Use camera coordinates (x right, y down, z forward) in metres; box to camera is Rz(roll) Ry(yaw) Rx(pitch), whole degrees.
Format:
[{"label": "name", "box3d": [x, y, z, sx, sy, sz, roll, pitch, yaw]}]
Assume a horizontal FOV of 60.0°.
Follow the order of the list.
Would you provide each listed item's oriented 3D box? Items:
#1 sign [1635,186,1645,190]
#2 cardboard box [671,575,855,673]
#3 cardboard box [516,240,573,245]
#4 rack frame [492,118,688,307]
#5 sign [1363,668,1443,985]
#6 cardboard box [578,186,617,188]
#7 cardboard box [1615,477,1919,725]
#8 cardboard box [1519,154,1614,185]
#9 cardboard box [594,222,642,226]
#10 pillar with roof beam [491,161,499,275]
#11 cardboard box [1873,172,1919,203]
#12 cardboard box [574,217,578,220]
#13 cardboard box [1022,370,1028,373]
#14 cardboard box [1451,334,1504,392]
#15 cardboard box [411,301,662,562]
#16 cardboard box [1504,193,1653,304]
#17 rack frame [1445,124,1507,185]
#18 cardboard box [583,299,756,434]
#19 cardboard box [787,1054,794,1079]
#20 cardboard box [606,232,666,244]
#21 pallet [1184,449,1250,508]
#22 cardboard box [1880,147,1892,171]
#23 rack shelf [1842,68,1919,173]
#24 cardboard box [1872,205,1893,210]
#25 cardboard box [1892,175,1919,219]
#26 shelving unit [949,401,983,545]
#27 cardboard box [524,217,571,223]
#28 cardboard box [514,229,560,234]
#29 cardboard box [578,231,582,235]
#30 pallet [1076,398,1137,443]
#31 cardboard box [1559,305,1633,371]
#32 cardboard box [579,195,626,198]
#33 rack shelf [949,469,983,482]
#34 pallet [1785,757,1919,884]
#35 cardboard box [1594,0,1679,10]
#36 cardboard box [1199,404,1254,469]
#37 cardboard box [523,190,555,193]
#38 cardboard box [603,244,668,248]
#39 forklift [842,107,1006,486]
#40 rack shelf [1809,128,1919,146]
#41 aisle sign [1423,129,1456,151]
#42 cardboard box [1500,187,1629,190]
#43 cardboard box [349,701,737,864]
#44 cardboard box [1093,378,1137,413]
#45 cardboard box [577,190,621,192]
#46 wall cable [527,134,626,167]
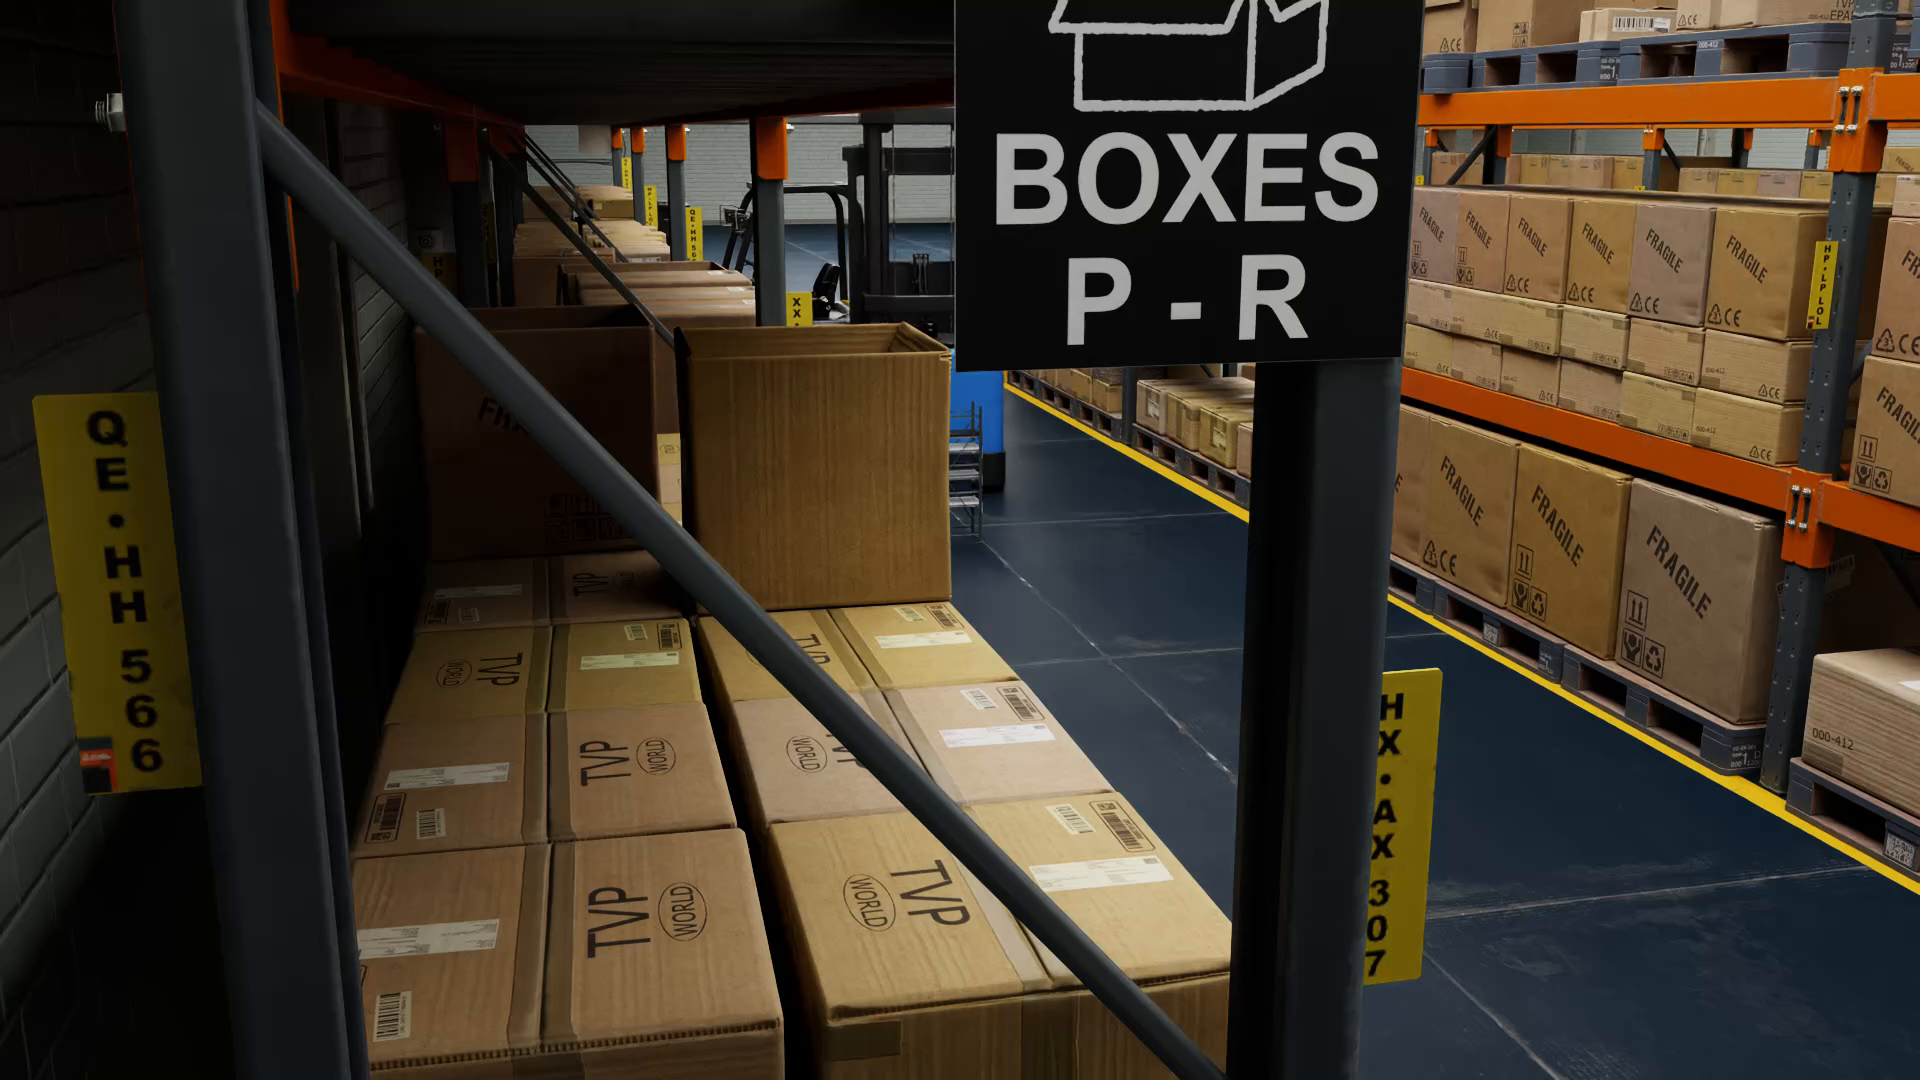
[{"label": "sign", "box3d": [6.140, -3.038, 15.051, 0.100, 0.325, 0.005, -3, 14, -13]}, {"label": "cardboard box", "box3d": [-0.341, 0.194, 3.504, 0.500, 0.250, 0.500, -4, 14, -15]}, {"label": "cardboard box", "box3d": [-2.549, -1.773, 10.286, 0.380, 0.149, 0.250, -3, 14, -14]}, {"label": "rack frame", "box3d": [-1.993, -1.111, 9.154, 1.000, 3.000, 0.127, -3, 14, -13]}, {"label": "sign", "box3d": [0.413, 0.284, 1.621, 0.100, 0.325, 0.005, -3, 14, -13]}, {"label": "cardboard box", "box3d": [-3.495, -3.339, 16.068, 0.380, 0.149, 0.250, -3, 14, -13]}, {"label": "cardboard box", "box3d": [3.547, 0.224, 7.282, 0.875, 0.875, 0.875, -3, 14, -11]}, {"label": "cardboard box", "box3d": [6.259, -3.669, 17.034, 0.875, 0.550, 0.500, -3, 14, -13]}, {"label": "cardboard box", "box3d": [-2.558, -2.272, 12.330, 0.380, 0.149, 0.250, -3, 14, -14]}, {"label": "pillar with roof beam", "box3d": [-1.809, -7.284, 21.780, 9.100, 9.000, 0.400, -3, 14, -13]}, {"label": "cardboard box", "box3d": [7.280, -2.561, 12.771, 0.700, 0.500, 0.500, -4, 14, -14]}, {"label": "cardboard box", "box3d": [-3.501, -2.906, 16.291, 0.500, 0.500, 0.500, -4, 14, -14]}, {"label": "cardboard box", "box3d": [0.873, -1.901, 17.295, 0.500, 0.250, 0.500, -3, 14, -14]}, {"label": "cardboard box", "box3d": [2.957, -0.950, 8.810, 0.500, 0.250, 0.500, -3, 14, -11]}, {"label": "cardboard box", "box3d": [-0.963, -0.266, 3.803, 0.500, 0.500, 0.500, -4, 14, -15]}, {"label": "cardboard box", "box3d": [3.057, -1.445, 8.202, 0.500, 0.500, 0.500, -3, 14, -12]}, {"label": "rack frame", "box3d": [2.831, -1.388, 10.290, 1.000, 3.000, 0.127, -3, 14, -13]}, {"label": "cardboard box", "box3d": [-0.950, -0.565, 5.823, 0.700, 0.500, 0.500, -3, 14, -12]}, {"label": "cardboard box", "box3d": [-0.029, 0.710, 2.232, 0.380, 0.149, 0.250, -3, 14, -12]}, {"label": "cardboard box", "box3d": [-2.170, -1.981, 11.137, 0.380, 0.149, 0.250, -4, 14, -15]}, {"label": "pallet", "box3d": [2.366, -0.495, 12.509, 1.003, 0.211, 1.213, -3, 14, -13]}, {"label": "cardboard box", "box3d": [10.560, -4.207, 18.884, 0.500, 0.500, 0.500, -3, 14, -13]}, {"label": "rack shelf", "box3d": [4.240, -1.112, 4.353, 1.077, 0.370, 4.000, -3, 14, -13]}, {"label": "cardboard box", "box3d": [3.946, -1.117, 6.863, 0.500, 0.500, 0.500, -3, 14, -13]}, {"label": "cardboard box", "box3d": [3.592, -1.228, 5.948, 0.380, 0.149, 0.250, -3, 14, -14]}, {"label": "shelving unit", "box3d": [0.002, -0.435, 10.813, 0.258, 0.900, 0.210, -3, 14, -13]}, {"label": "cardboard box", "box3d": [-3.258, -2.457, 13.087, 0.380, 0.149, 0.250, -3, 14, -13]}, {"label": "cardboard box", "box3d": [-2.875, -2.065, 11.482, 0.380, 0.149, 0.250, -3, 14, -13]}, {"label": "cardboard box", "box3d": [-2.921, -2.318, 13.885, 0.500, 0.500, 0.500, -3, 14, -12]}, {"label": "pallet", "box3d": [1.699, -1.110, 15.024, 1.003, 0.211, 1.213, -3, 14, -13]}, {"label": "cardboard box", "box3d": [3.178, -0.958, 7.790, 0.500, 0.250, 0.500, -3, 14, -12]}, {"label": "cardboard box", "box3d": [-2.937, -2.745, 13.640, 0.380, 0.149, 0.250, -4, 14, -14]}, {"label": "rack shelf", "box3d": [0.002, -0.403, 10.821, 0.258, 0.077, 0.200, -3, 14, -13]}, {"label": "pallet", "box3d": [3.873, 1.069, 6.108, 1.003, 0.211, 1.213, -3, 14, -13]}, {"label": "cardboard box", "box3d": [3.527, -2.708, 8.274, 0.500, 0.500, 0.500, -3, 14, -13]}, {"label": "cardboard box", "box3d": [2.354, -0.792, 12.500, 0.950, 0.372, 0.625, -3, 14, -11]}, {"label": "cardboard box", "box3d": [-3.801, -3.069, 14.966, 0.380, 0.149, 0.250, -4, 14, -15]}, {"label": "cardboard box", "box3d": [-1.931, -1.684, 9.922, 0.380, 0.149, 0.250, -3, 14, -12]}, {"label": "forklift", "box3d": [-0.360, -2.101, 13.353, 1.130, 2.935, 3.031, -2, 14, -7]}, {"label": "rack shelf", "box3d": [11.055, -4.433, 17.945, 1.077, 0.370, 4.000, -3, 14, -13]}, {"label": "aisle sign", "box3d": [5.432, -4.796, 18.758, 0.394, 0.787, 0.004, -3, 14, -13]}, {"label": "cardboard box", "box3d": [3.335, -1.700, 9.248, 0.500, 0.500, 0.500, -3, 14, -12]}, {"label": "cardboard box", "box3d": [-0.600, 0.453, 2.443, 0.500, 0.250, 0.500, -3, 14, -13]}, {"label": "cardboard box", "box3d": [1.491, -1.301, 14.840, 0.500, 0.250, 0.500, -3, 14, -11]}, {"label": "cardboard box", "box3d": [-3.217, -3.040, 14.846, 0.380, 0.149, 0.250, -3, 14, -12]}, {"label": "wall cable", "box3d": [-11.037, -11.826, 46.912, 3.097, 2.526, 0.112, -3, 14, -13]}]
